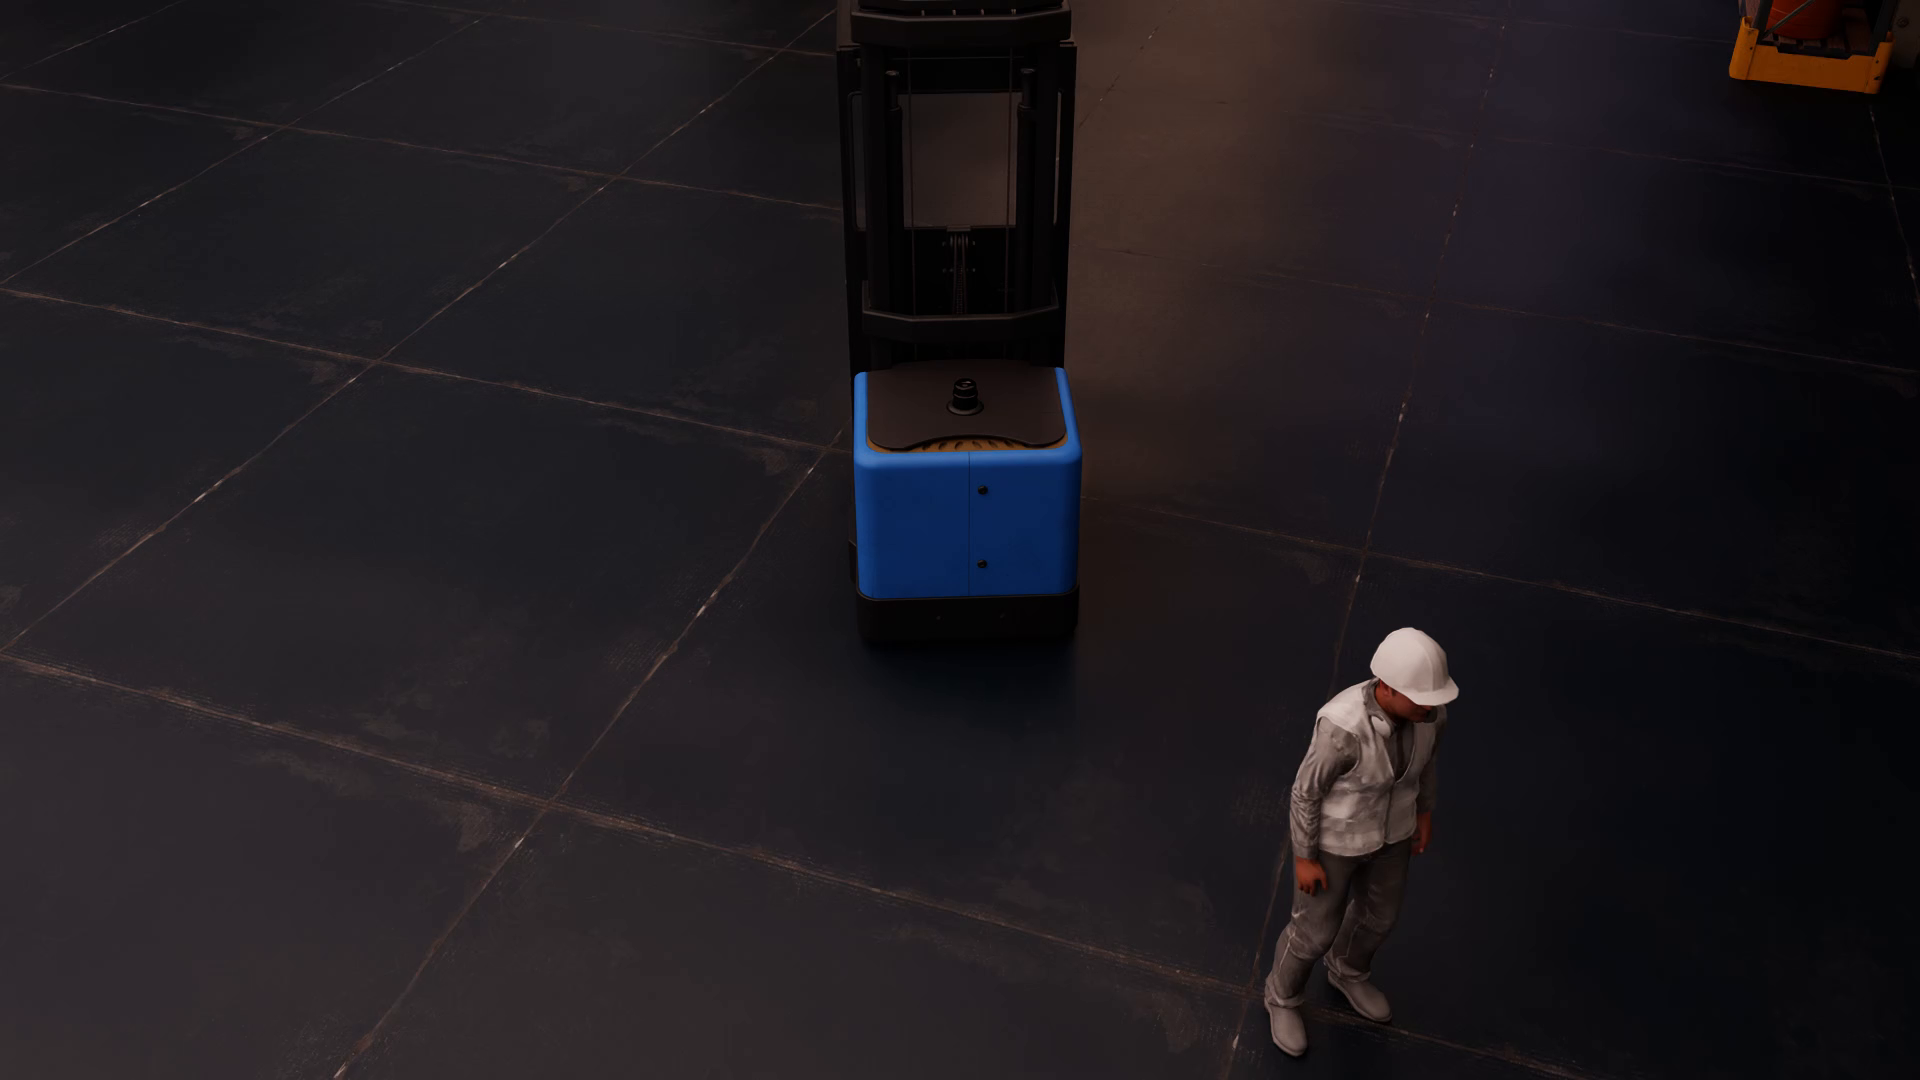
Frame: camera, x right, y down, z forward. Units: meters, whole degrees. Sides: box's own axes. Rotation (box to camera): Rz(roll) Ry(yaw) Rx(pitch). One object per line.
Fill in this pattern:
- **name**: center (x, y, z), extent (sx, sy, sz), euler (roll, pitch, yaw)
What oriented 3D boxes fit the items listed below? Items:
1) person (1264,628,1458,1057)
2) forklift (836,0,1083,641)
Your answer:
- **person**: center (1.374, 0.999, 5.704), extent (0.594, 1.773, 0.457), euler (-16, 38, -21)
- **forklift**: center (-0.029, -1.547, 8.293), extent (1.130, 2.935, 3.031), euler (-2, 35, -2)
